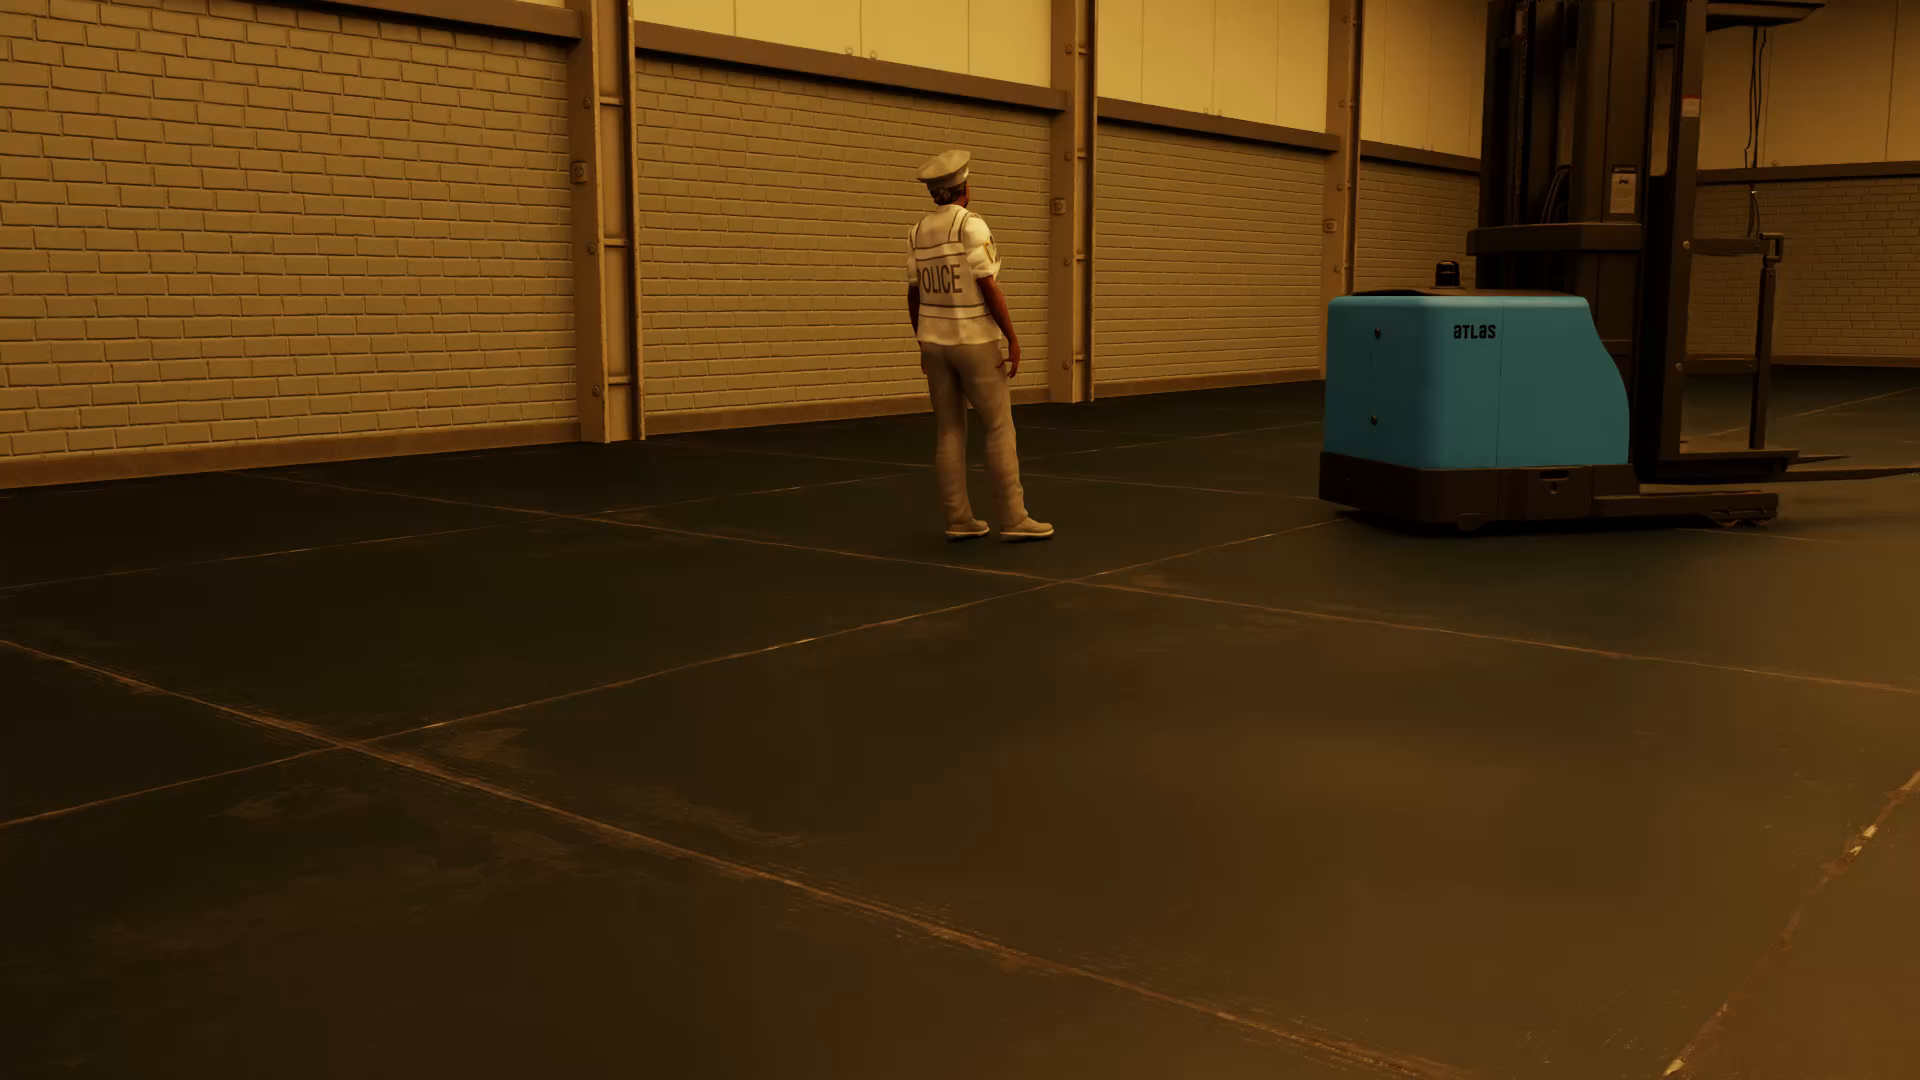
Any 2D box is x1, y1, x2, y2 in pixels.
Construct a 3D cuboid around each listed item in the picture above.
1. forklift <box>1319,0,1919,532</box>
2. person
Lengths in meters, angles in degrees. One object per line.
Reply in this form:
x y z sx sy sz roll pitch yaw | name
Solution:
3.371 -1.581 8.089 3.031 2.935 1.130 -2 9 -15 | forklift
0.062 -0.853 7.327 0.570 1.697 0.528 7 11 38 | person
